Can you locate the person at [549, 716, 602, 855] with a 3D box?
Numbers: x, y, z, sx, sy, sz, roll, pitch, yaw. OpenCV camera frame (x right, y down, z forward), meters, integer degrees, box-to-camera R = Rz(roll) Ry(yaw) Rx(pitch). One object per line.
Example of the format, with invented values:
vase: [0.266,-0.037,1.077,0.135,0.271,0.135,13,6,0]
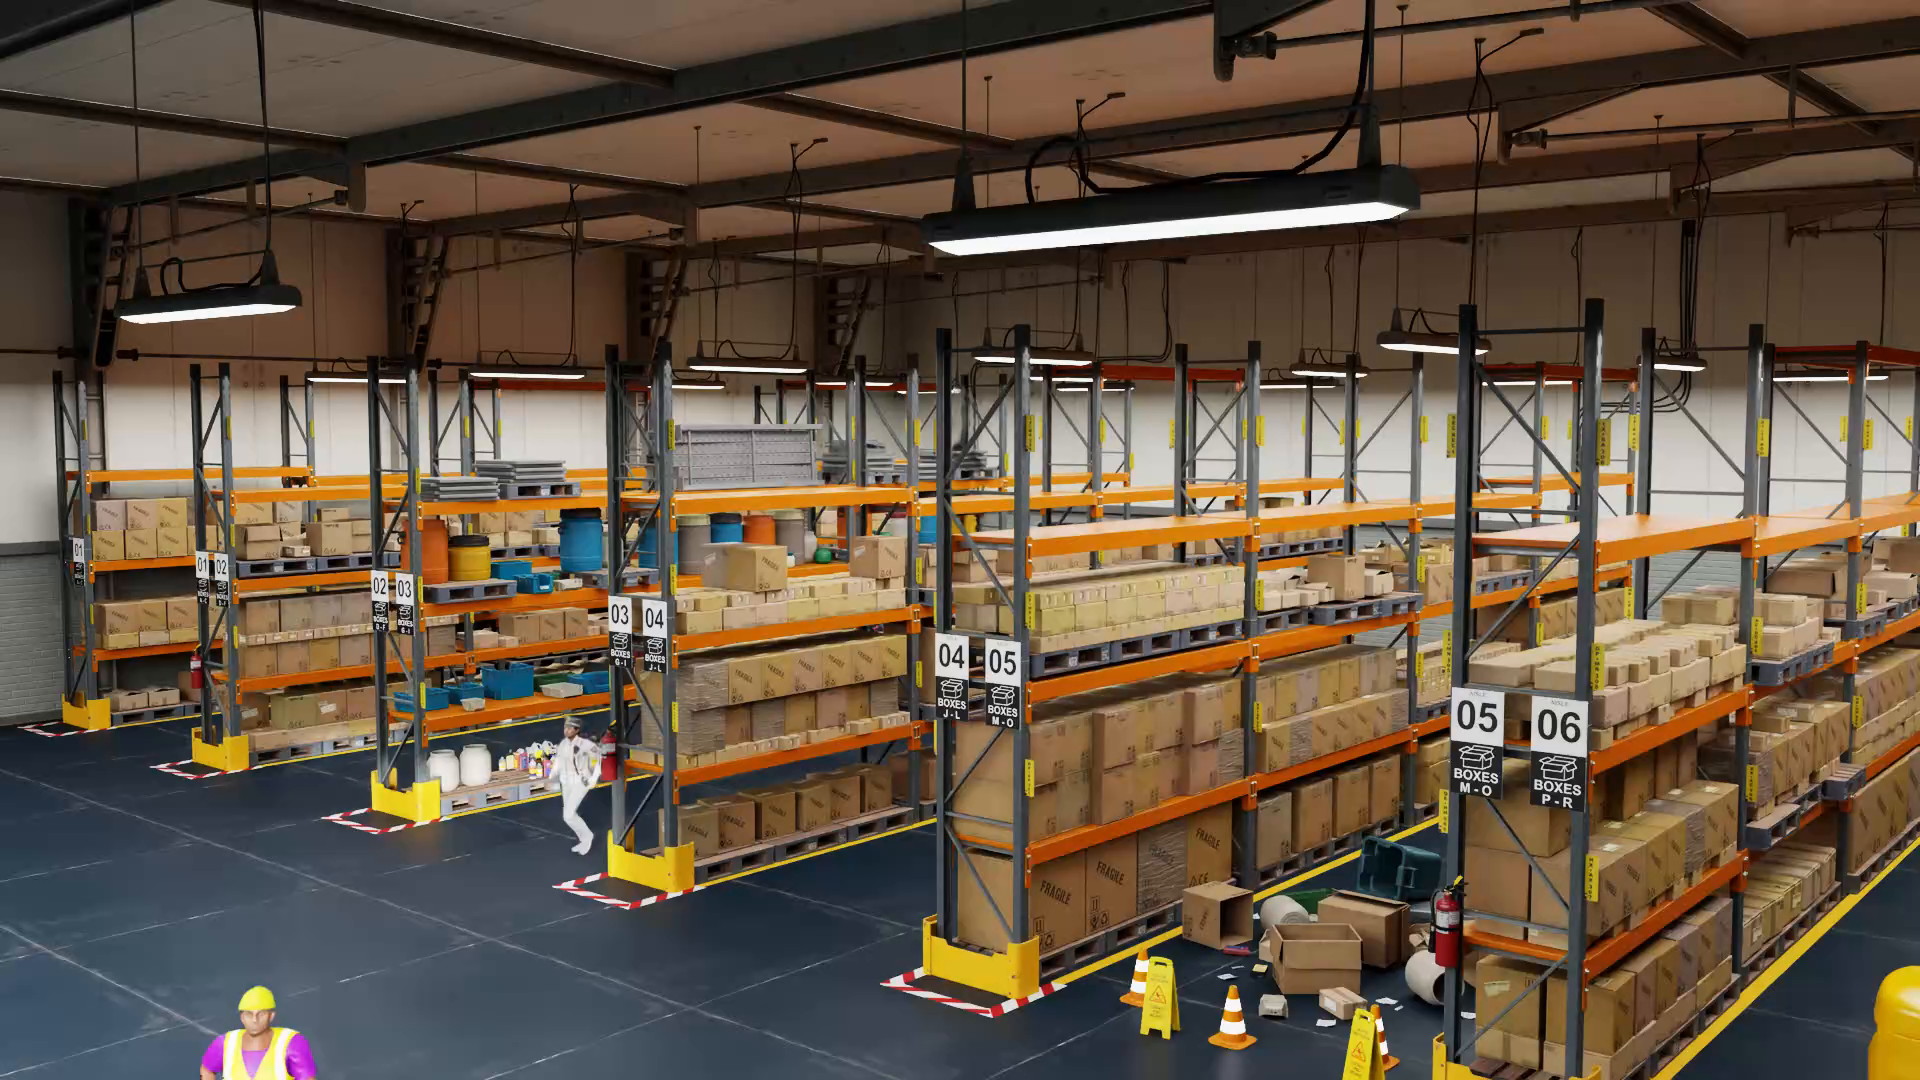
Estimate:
person: [-4.570,2.908,19.678,0.635,1.667,0.621,3,5,32]

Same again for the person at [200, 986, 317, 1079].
person: [-4.192,3.574,9.931,0.674,1.809,0.696,-1,4,-18]
